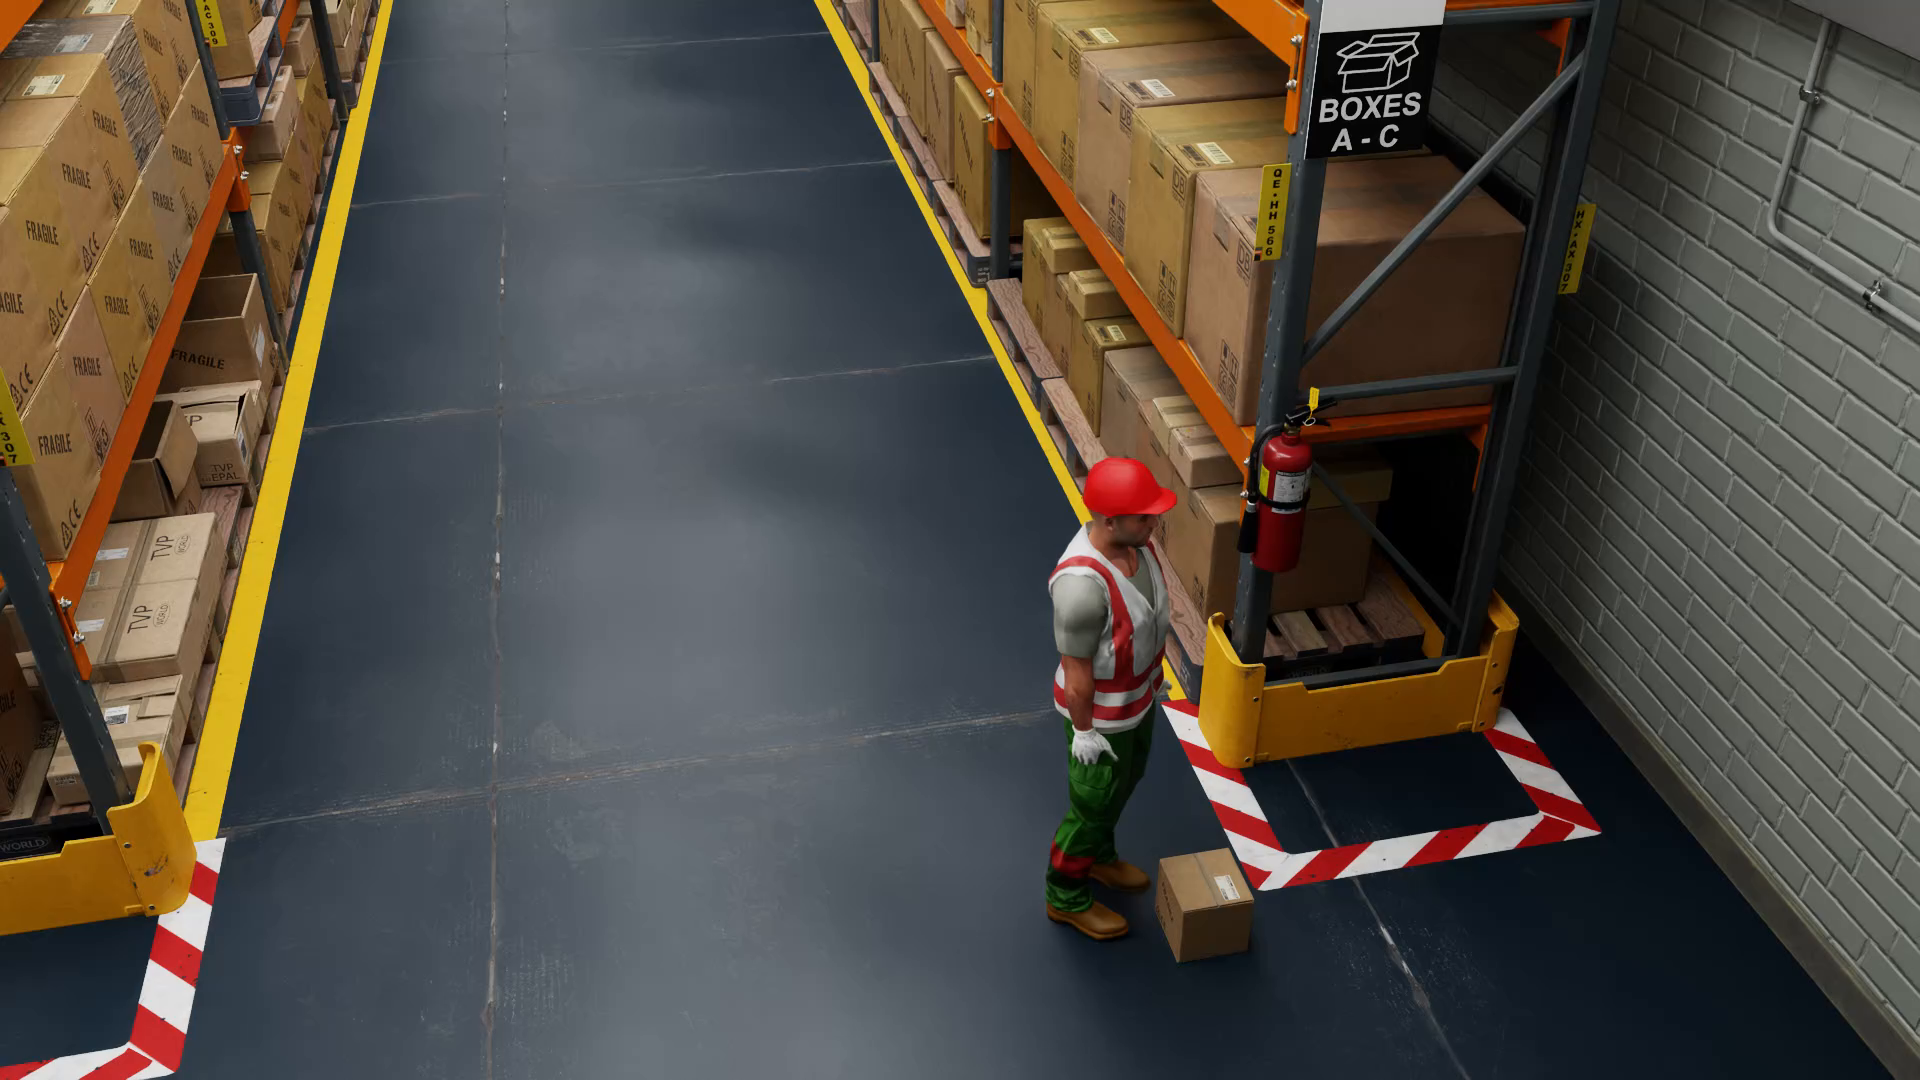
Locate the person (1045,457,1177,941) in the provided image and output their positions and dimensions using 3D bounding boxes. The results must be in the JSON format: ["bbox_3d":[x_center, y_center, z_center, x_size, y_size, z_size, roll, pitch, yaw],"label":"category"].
[{"bbox_3d":[0.485,0.515,5.374,0.344,1.794,0.526,16,37,22],"label":"person"}]
